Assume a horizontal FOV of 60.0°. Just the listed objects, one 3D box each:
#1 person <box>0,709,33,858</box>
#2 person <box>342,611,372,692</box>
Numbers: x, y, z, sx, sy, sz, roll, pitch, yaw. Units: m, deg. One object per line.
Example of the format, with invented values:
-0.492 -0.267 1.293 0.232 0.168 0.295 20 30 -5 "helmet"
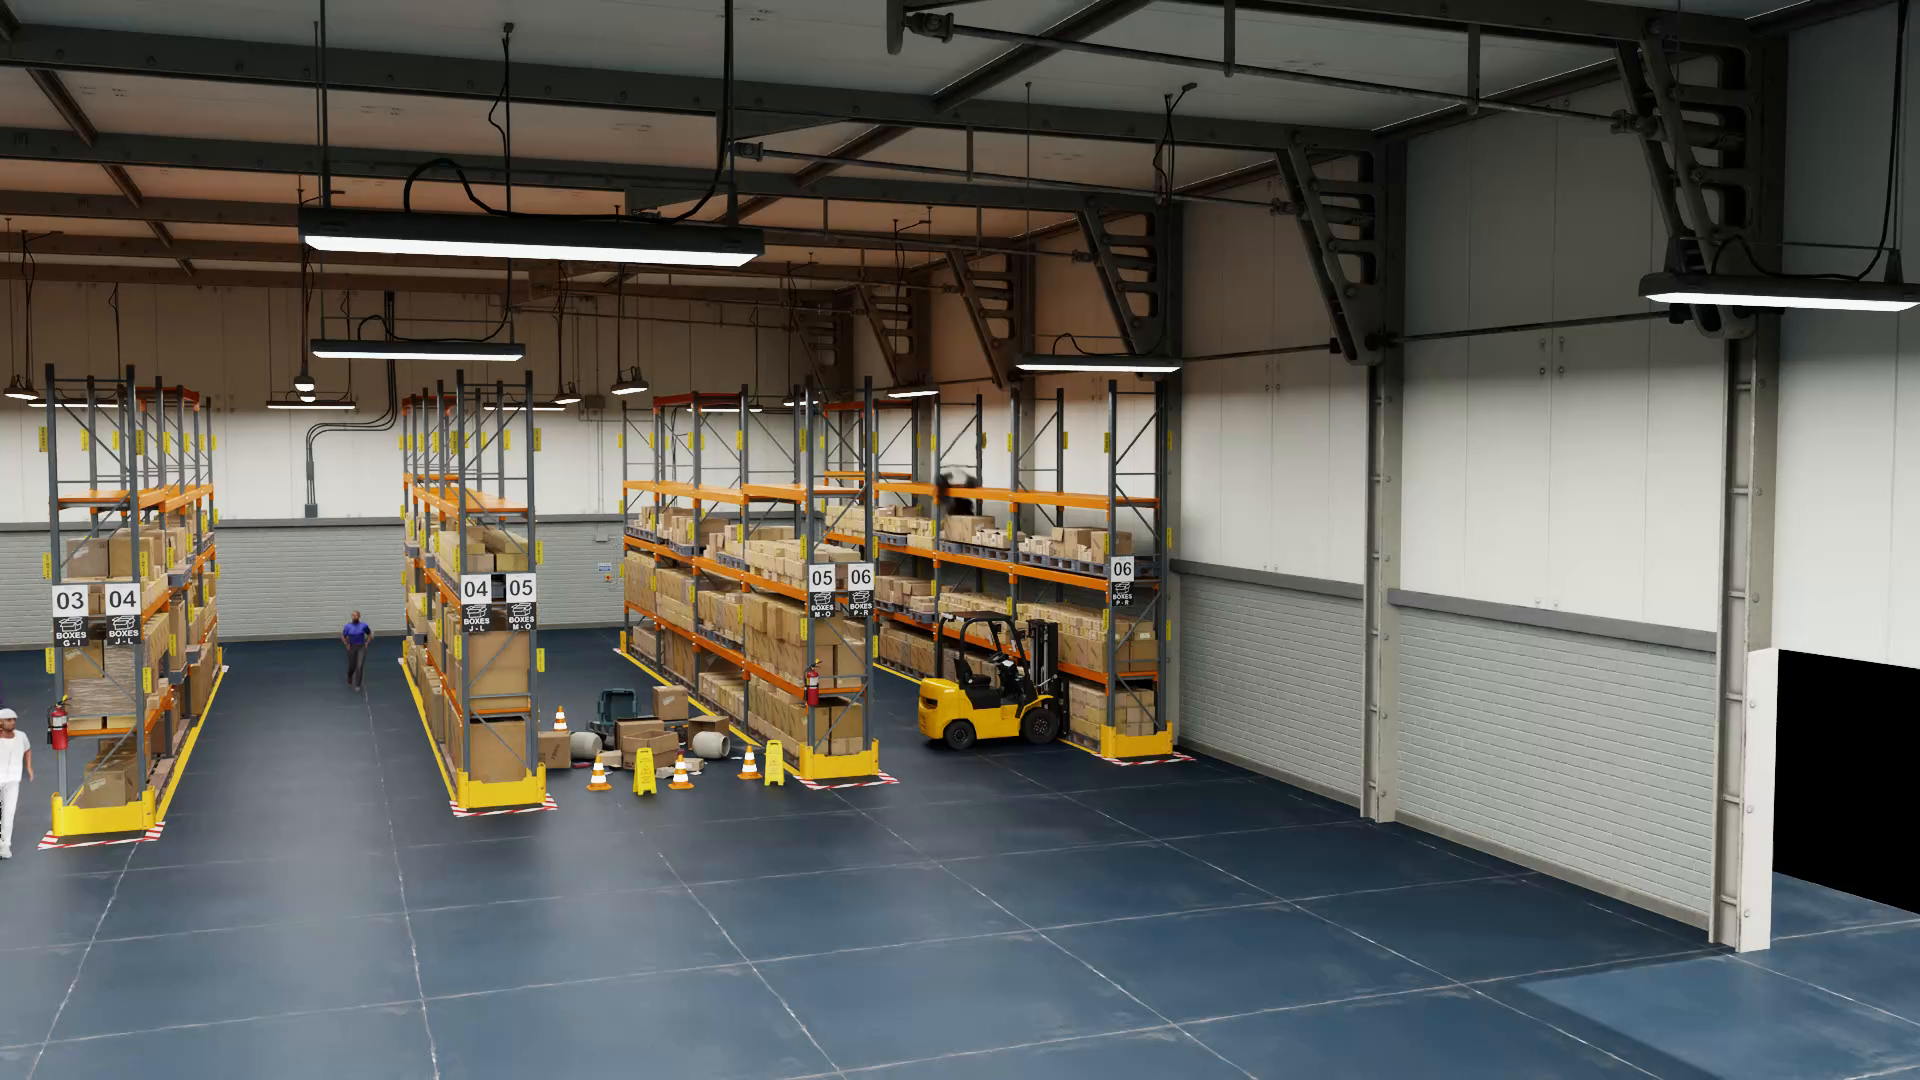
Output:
-11.658 2.932 20.279 0.971 1.736 0.762 3 4 42 "person"
-12.200 2.238 33.670 0.582 1.640 0.671 -1 4 -21 "person"
